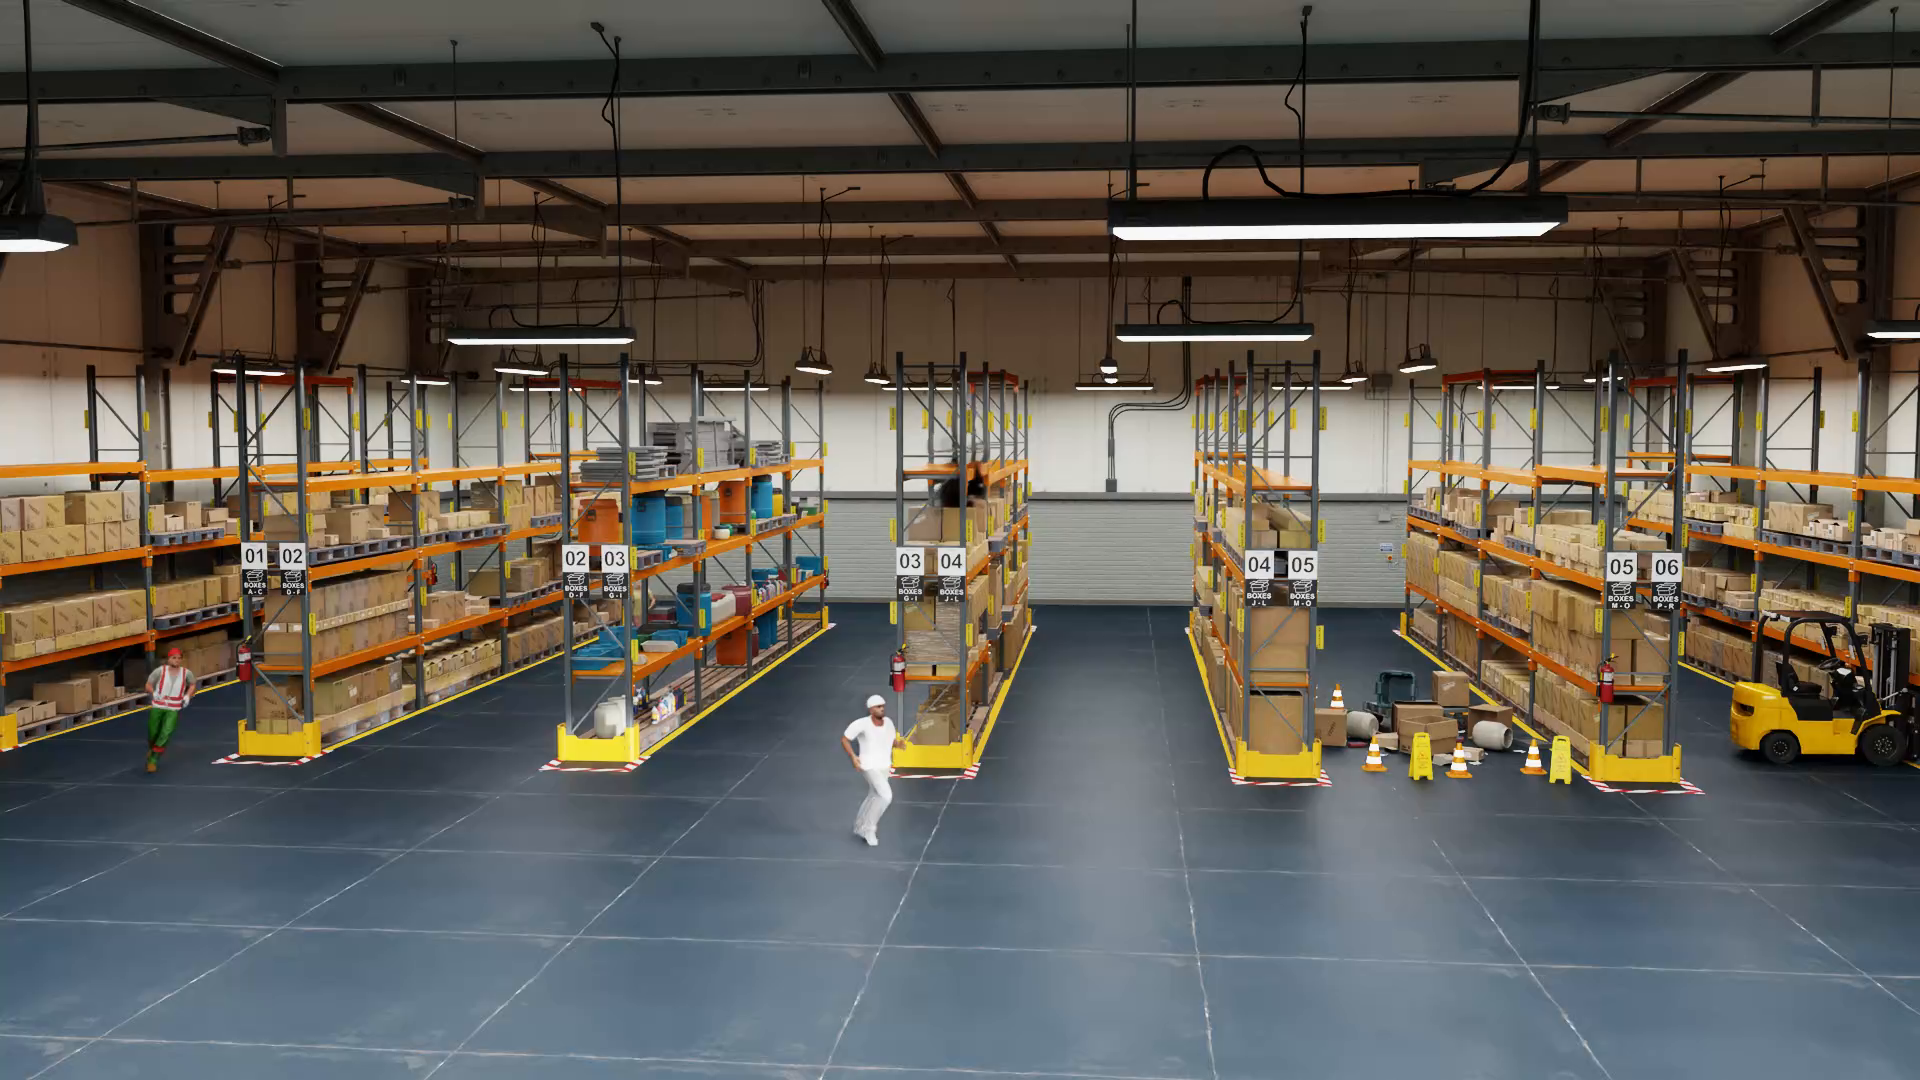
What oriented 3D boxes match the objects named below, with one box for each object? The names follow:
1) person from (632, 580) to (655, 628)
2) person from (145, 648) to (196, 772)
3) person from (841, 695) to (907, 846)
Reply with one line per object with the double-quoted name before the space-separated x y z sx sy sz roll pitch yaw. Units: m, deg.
"person" -6.888 1.670 35.881 0.559 1.536 0.583 0 4 -3
"person" -11.452 2.427 24.117 0.686 1.734 0.915 -2 4 -24
"person" -0.981 2.734 19.777 0.718 1.800 0.664 3 5 39
